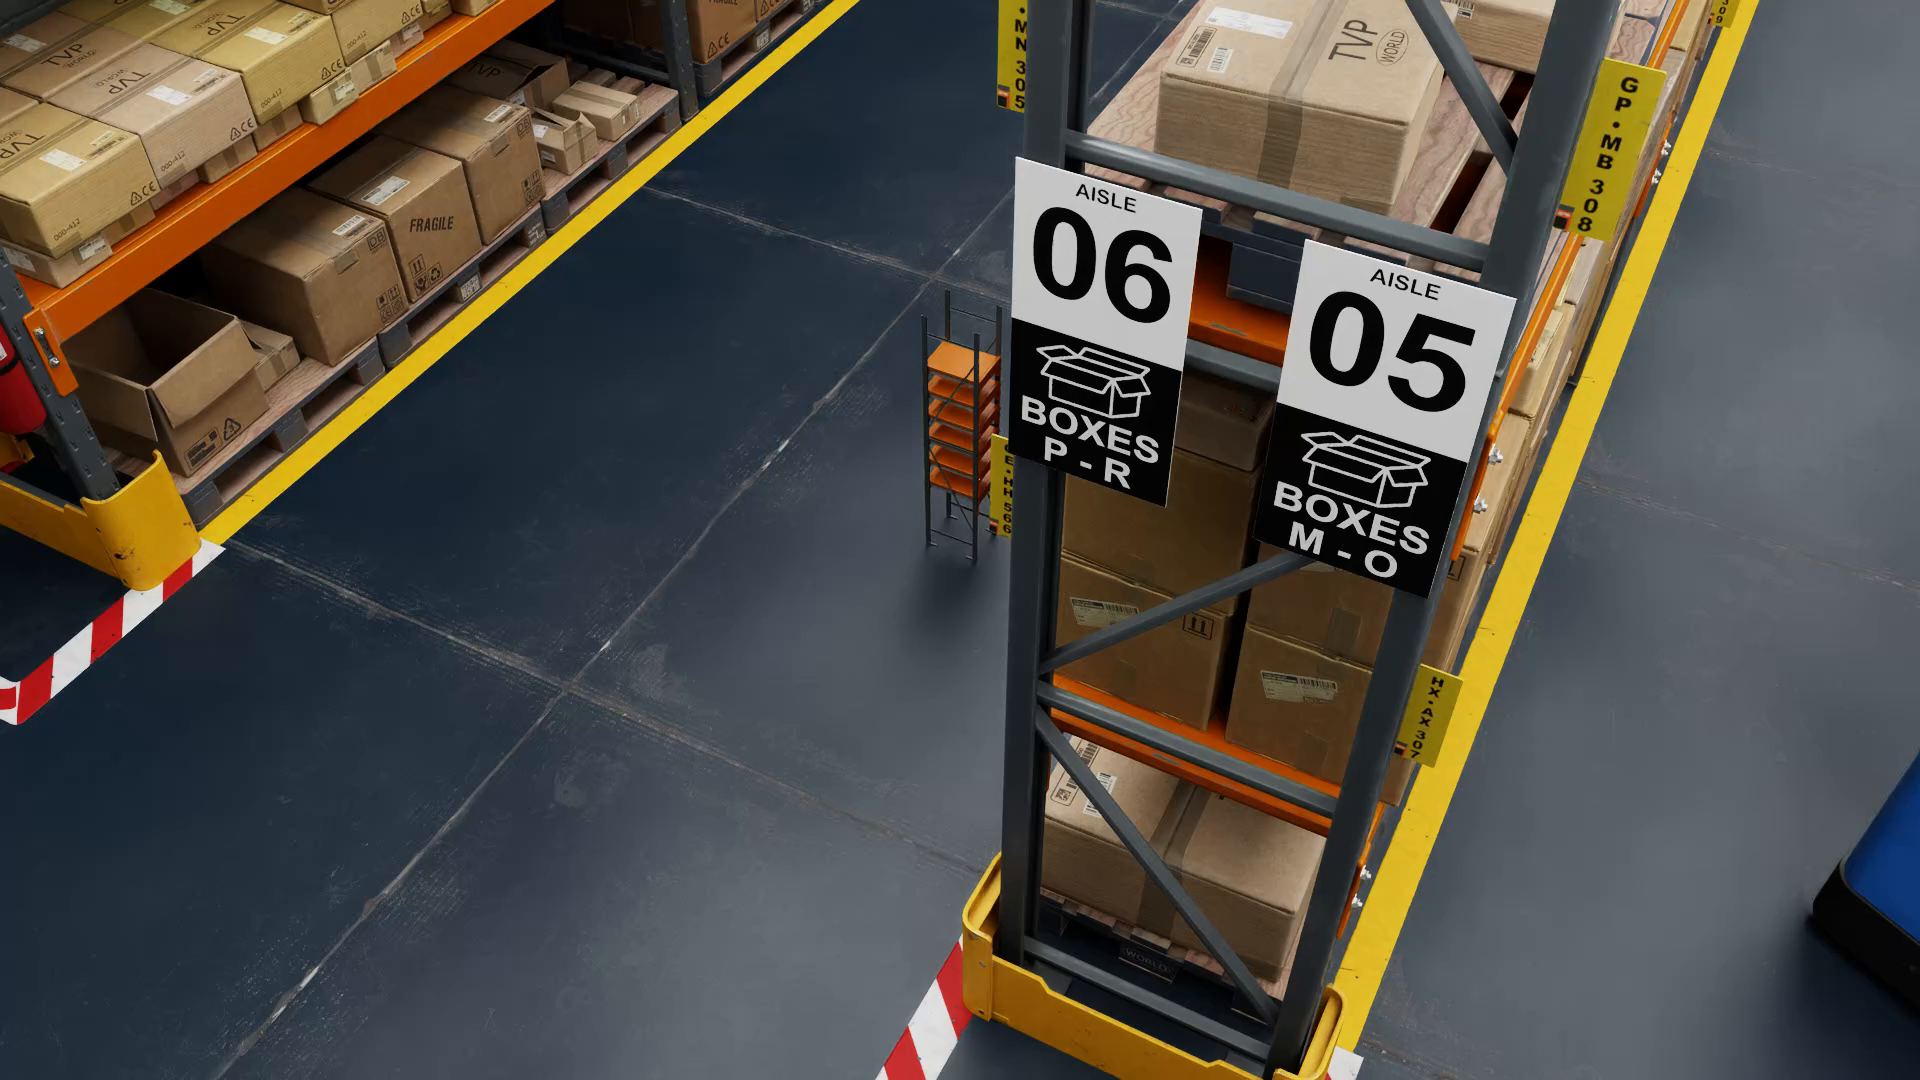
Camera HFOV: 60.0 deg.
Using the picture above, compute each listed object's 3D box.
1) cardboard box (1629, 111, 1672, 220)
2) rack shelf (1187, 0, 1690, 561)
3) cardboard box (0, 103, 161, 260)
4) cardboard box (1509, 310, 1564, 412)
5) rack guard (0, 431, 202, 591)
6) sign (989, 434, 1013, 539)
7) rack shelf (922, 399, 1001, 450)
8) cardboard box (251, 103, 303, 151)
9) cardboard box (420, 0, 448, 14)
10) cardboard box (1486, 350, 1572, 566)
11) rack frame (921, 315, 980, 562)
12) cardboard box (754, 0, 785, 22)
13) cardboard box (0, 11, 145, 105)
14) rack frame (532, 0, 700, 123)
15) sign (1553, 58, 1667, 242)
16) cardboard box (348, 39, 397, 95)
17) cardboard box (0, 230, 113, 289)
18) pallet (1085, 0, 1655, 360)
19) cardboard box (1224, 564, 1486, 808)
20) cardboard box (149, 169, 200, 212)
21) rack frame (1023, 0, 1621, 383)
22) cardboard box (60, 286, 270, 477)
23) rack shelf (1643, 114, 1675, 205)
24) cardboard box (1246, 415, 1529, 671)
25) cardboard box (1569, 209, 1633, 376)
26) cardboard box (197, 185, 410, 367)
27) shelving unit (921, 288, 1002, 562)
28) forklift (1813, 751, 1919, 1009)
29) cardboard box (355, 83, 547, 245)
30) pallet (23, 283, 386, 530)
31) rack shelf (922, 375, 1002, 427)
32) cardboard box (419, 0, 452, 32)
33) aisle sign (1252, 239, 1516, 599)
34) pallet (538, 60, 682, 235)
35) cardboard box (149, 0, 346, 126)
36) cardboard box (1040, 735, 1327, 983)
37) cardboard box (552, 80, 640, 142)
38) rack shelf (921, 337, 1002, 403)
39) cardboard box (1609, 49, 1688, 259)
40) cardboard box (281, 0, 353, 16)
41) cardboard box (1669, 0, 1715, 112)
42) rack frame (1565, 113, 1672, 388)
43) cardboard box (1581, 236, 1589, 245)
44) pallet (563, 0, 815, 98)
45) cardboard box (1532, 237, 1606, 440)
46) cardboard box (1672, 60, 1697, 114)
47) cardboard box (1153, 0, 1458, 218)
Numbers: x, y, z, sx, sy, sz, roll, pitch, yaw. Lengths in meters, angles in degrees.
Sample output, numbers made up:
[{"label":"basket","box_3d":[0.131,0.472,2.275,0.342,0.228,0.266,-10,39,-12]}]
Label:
[{"label":"cardboard box","box_3d":[2.462,-1.623,6.454,0.500,0.500,0.500,21,49,19]},{"label":"rack shelf","box_3d":[1.522,-1.506,4.806,1.077,0.370,4.000,20,49,19]},{"label":"cardboard box","box_3d":[-3.355,-1.329,6.131,0.500,0.250,0.500,21,49,19]},{"label":"cardboard box","box_3d":[1.285,-0.506,4.191,0.380,0.149,0.250,22,49,20]},{"label":"rack guard","box_3d":[-3.769,-0.250,6.925,1.175,0.500,0.348,20,49,19]},{"label":"sign","box_3d":[0.120,-0.122,4.061,0.100,0.325,0.005,20,49,19]},{"label":"rack shelf","box_3d":[0.007,-0.484,6.558,0.258,0.103,0.180,20,49,19]},{"label":"cardboard box","box_3d":[-2.951,-1.770,6.846,0.380,0.149,0.250,21,49,20]},{"label":"cardboard box","box_3d":[-2.431,-2.621,7.407,0.500,0.250,0.500,20,49,19]},{"label":"cardboard box","box_3d":[1.533,-0.329,5.176,0.500,0.500,0.500,20,49,19]},{"label":"rack frame","box_3d":[-0.036,-0.373,6.555,0.240,1.200,0.006,20,49,19]},{"label":"cardboard box","box_3d":[-1.285,-3.439,9.782,0.500,0.500,0.500,20,49,19]},{"label":"cardboard box","box_3d":[-3.586,-1.834,6.630,0.500,0.250,0.500,21,49,19]},{"label":"rack frame","box_3d":[-1.948,-3.601,8.479,1.000,3.000,0.127,20,49,19]},{"label":"sign","box_3d":[1.082,-0.647,2.781,0.100,0.325,0.005,20,49,19]},{"label":"cardboard box","box_3d":[-2.663,-2.077,7.150,0.380,0.149,0.250,22,49,20]},{"label":"cardboard box","box_3d":[-3.409,-1.109,6.193,0.380,0.149,0.250,20,49,19]},{"label":"pallet","box_3d":[0.929,-0.938,3.802,1.003,0.211,1.213,20,49,19]},{"label":"cardboard box","box_3d":[1.071,0.313,4.541,0.500,0.500,0.500,20,49,19]},{"label":"cardboard box","box_3d":[-3.241,-1.461,6.542,0.380,0.149,0.250,20,49,19]},{"label":"rack frame","box_3d":[0.594,-1.553,2.238,1.000,3.000,0.127,20,49,19]},{"label":"cardboard box","box_3d":[-3.437,-0.705,7.077,0.797,0.503,0.637,19,48,18]},{"label":"rack shelf","box_3d":[3.379,-2.971,8.363,1.077,0.370,4.000,20,49,19]},{"label":"cardboard box","box_3d":[1.069,-0.039,4.186,0.500,0.500,0.500,19,48,18]},{"label":"cardboard box","box_3d":[2.007,-0.975,5.814,0.500,0.500,0.500,20,49,18]},{"label":"cardboard box","box_3d":[-3.005,-1.229,7.598,0.700,0.500,0.500,22,49,21]},{"label":"shelving unit","box_3d":[0.007,-0.431,6.612,0.258,1.200,0.189,20,49,19]},{"label":"forklift","box_3d":[4.408,-0.028,4.997,3.031,2.935,1.130,-26,51,-24]},{"label":"cardboard box","box_3d":[-2.523,-1.883,8.244,0.700,0.500,0.500,19,48,18]},{"label":"pallet","box_3d":[-3.400,-0.651,7.525,1.003,0.211,1.213,20,49,19]},{"label":"rack shelf","box_3d":[0.007,-0.568,6.473,0.258,0.103,0.180,20,49,19]},{"label":"cardboard box","box_3d":[-2.531,-2.433,7.502,0.380,0.149,0.250,21,49,20]},{"label":"aisle sign","box_3d":[0.817,-0.217,3.308,0.394,0.787,0.004,20,49,19]},{"label":"pallet","box_3d":[-2.267,-2.188,9.044,1.003,0.211,1.213,20,49,19]},{"label":"cardboard box","box_3d":[-2.889,-1.967,6.762,0.500,0.250,0.500,20,49,18]},{"label":"cardboard box","box_3d":[0.811,0.860,5.577,0.875,0.438,0.875,19,48,18]},{"label":"cardboard box","box_3d":[-1.946,-2.298,8.901,0.380,0.149,0.250,19,48,18]},{"label":"rack shelf","box_3d":[0.007,-0.653,6.388,0.258,0.103,0.180,20,49,19]},{"label":"cardboard box","box_3d":[2.005,-1.321,5.454,0.500,0.500,0.500,21,49,20]},{"label":"cardboard box","box_3d":[-2.659,-2.538,6.798,0.500,0.500,0.500,22,49,20]},{"label":"cardboard box","box_3d":[2.476,-1.962,6.087,0.500,0.500,0.500,20,49,19]},{"label":"rack frame","box_3d":[2.451,-1.964,6.862,1.000,3.000,0.127,20,49,19]},{"label":"cardboard box","box_3d":[1.619,-1.003,4.683,0.380,0.149,0.250,21,49,19]},{"label":"pallet","box_3d":[-1.604,-3.145,9.990,1.003,0.211,1.213,20,49,19]},{"label":"cardboard box","box_3d":[1.535,-0.694,4.833,0.500,0.500,0.500,20,49,19]},{"label":"cardboard box","box_3d":[2.889,-2.101,7.103,0.500,0.250,0.500,19,48,18]},{"label":"cardboard box","box_3d":[0.723,-0.942,3.483,0.500,0.250,0.500,16,48,15]}]
